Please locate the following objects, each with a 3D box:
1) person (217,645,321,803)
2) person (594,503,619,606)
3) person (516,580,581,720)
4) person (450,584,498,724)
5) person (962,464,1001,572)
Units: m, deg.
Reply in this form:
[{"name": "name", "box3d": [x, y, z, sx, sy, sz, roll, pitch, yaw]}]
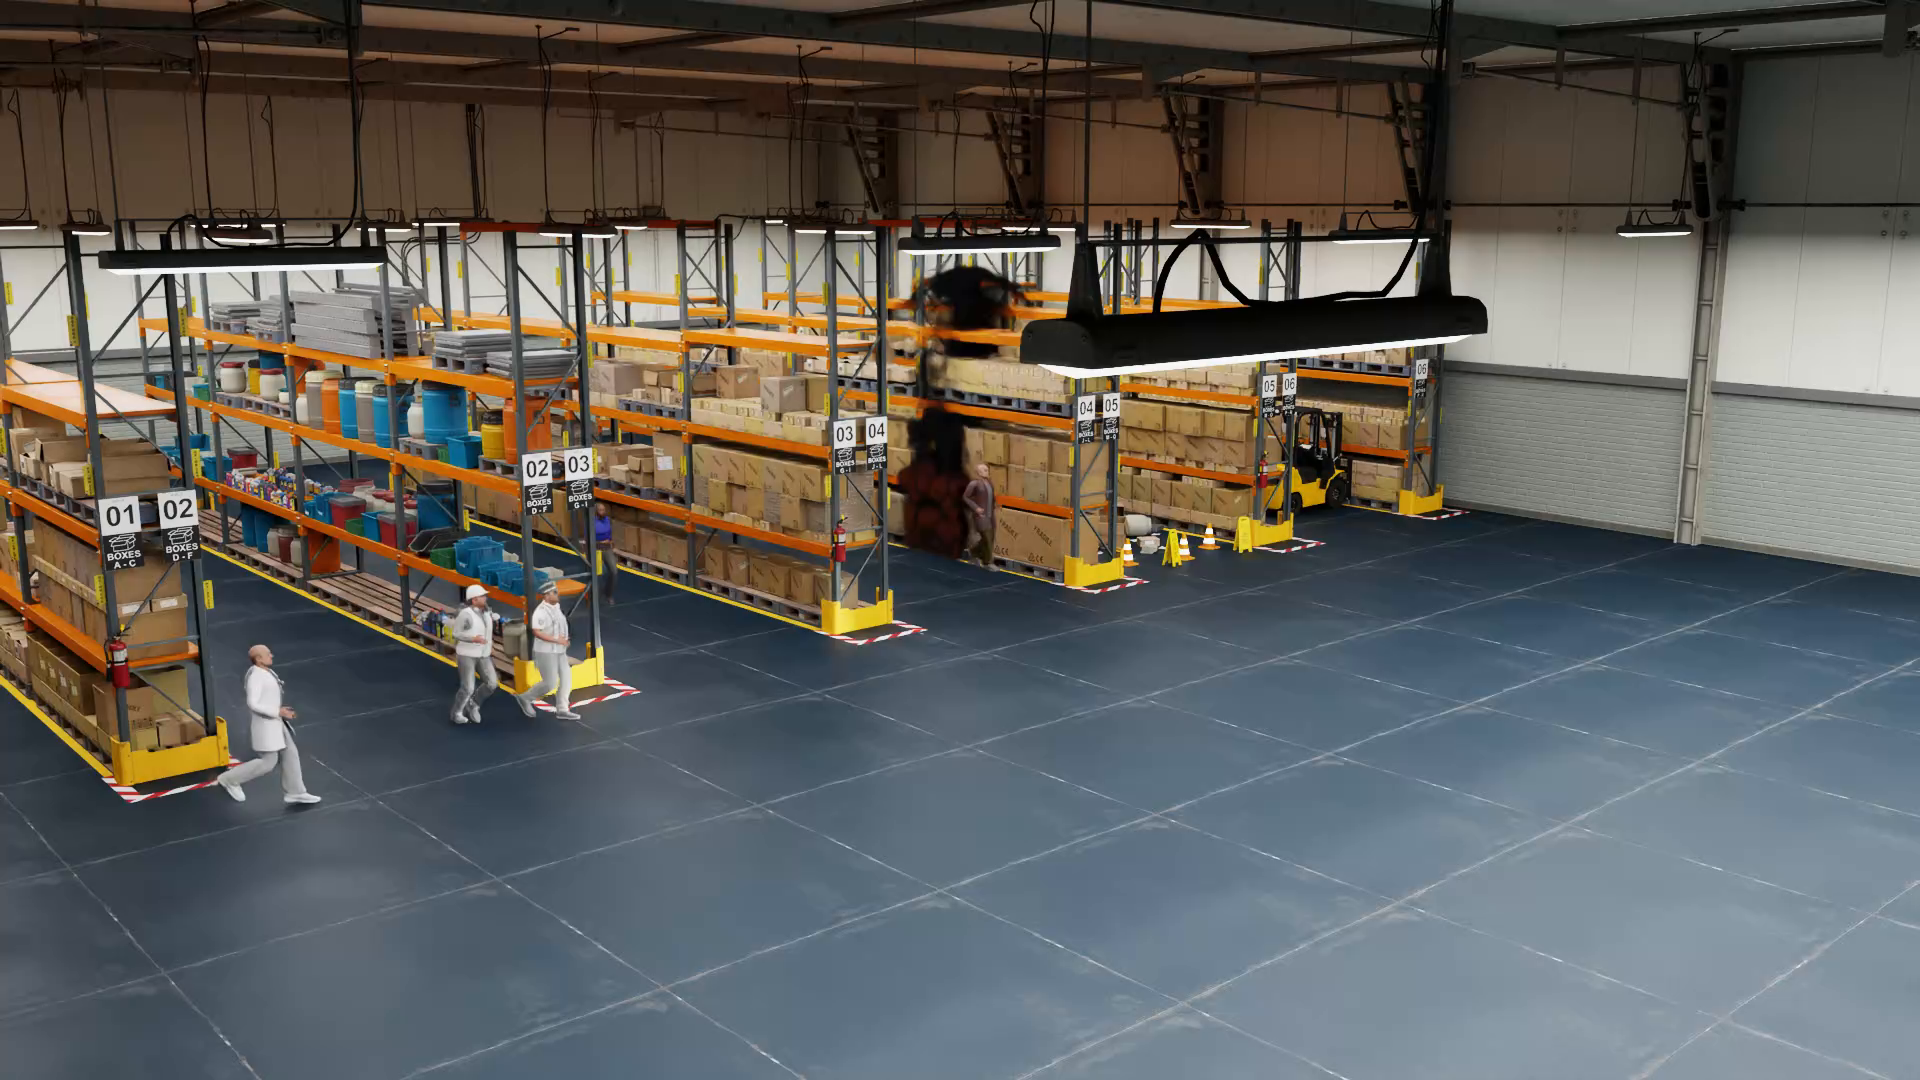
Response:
[{"name": "person", "box3d": [-7.380, 1.974, 17.674, 1.008, 1.769, 0.737, -2, 12, -12]}, {"name": "person", "box3d": [-5.715, 0.242, 26.580, 0.718, 1.710, 0.584, 11, 16, 43]}, {"name": "person", "box3d": [-5.111, 1.365, 20.668, 0.799, 1.754, 0.692, 2, 12, 10]}, {"name": "person", "box3d": [-5.942, 1.411, 20.552, 0.621, 1.732, 0.665, 8, 14, 34]}, {"name": "person", "box3d": [0.366, -0.383, 27.886, 0.738, 1.786, 0.720, 9, 14, 37]}]
